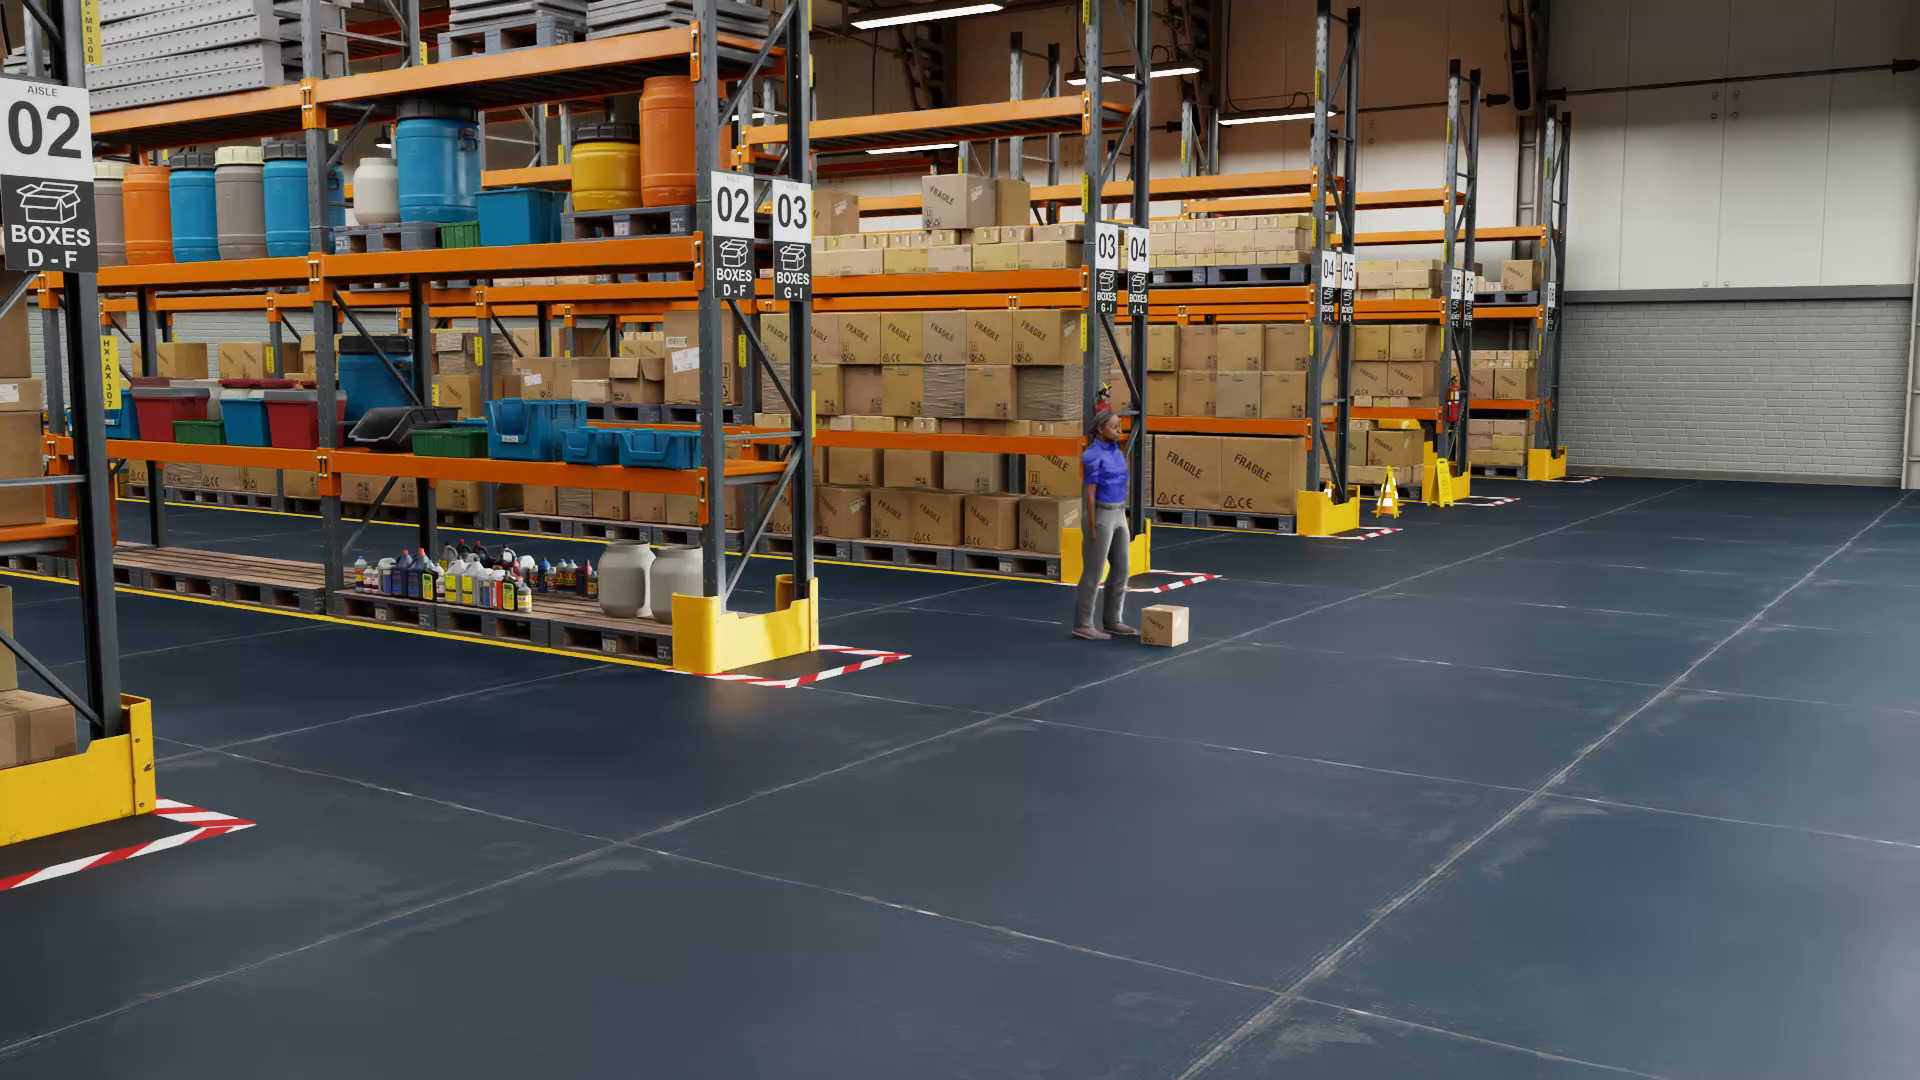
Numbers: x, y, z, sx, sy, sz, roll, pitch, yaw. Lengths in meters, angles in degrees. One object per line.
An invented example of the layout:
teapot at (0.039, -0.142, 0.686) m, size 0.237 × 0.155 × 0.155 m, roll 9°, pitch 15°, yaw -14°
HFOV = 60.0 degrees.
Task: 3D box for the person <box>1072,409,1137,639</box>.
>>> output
person at (1.078, -0.108, 12.084) m, size 0.387 × 1.678 × 0.441 m, roll 5°, pitch 8°, yaw 36°
